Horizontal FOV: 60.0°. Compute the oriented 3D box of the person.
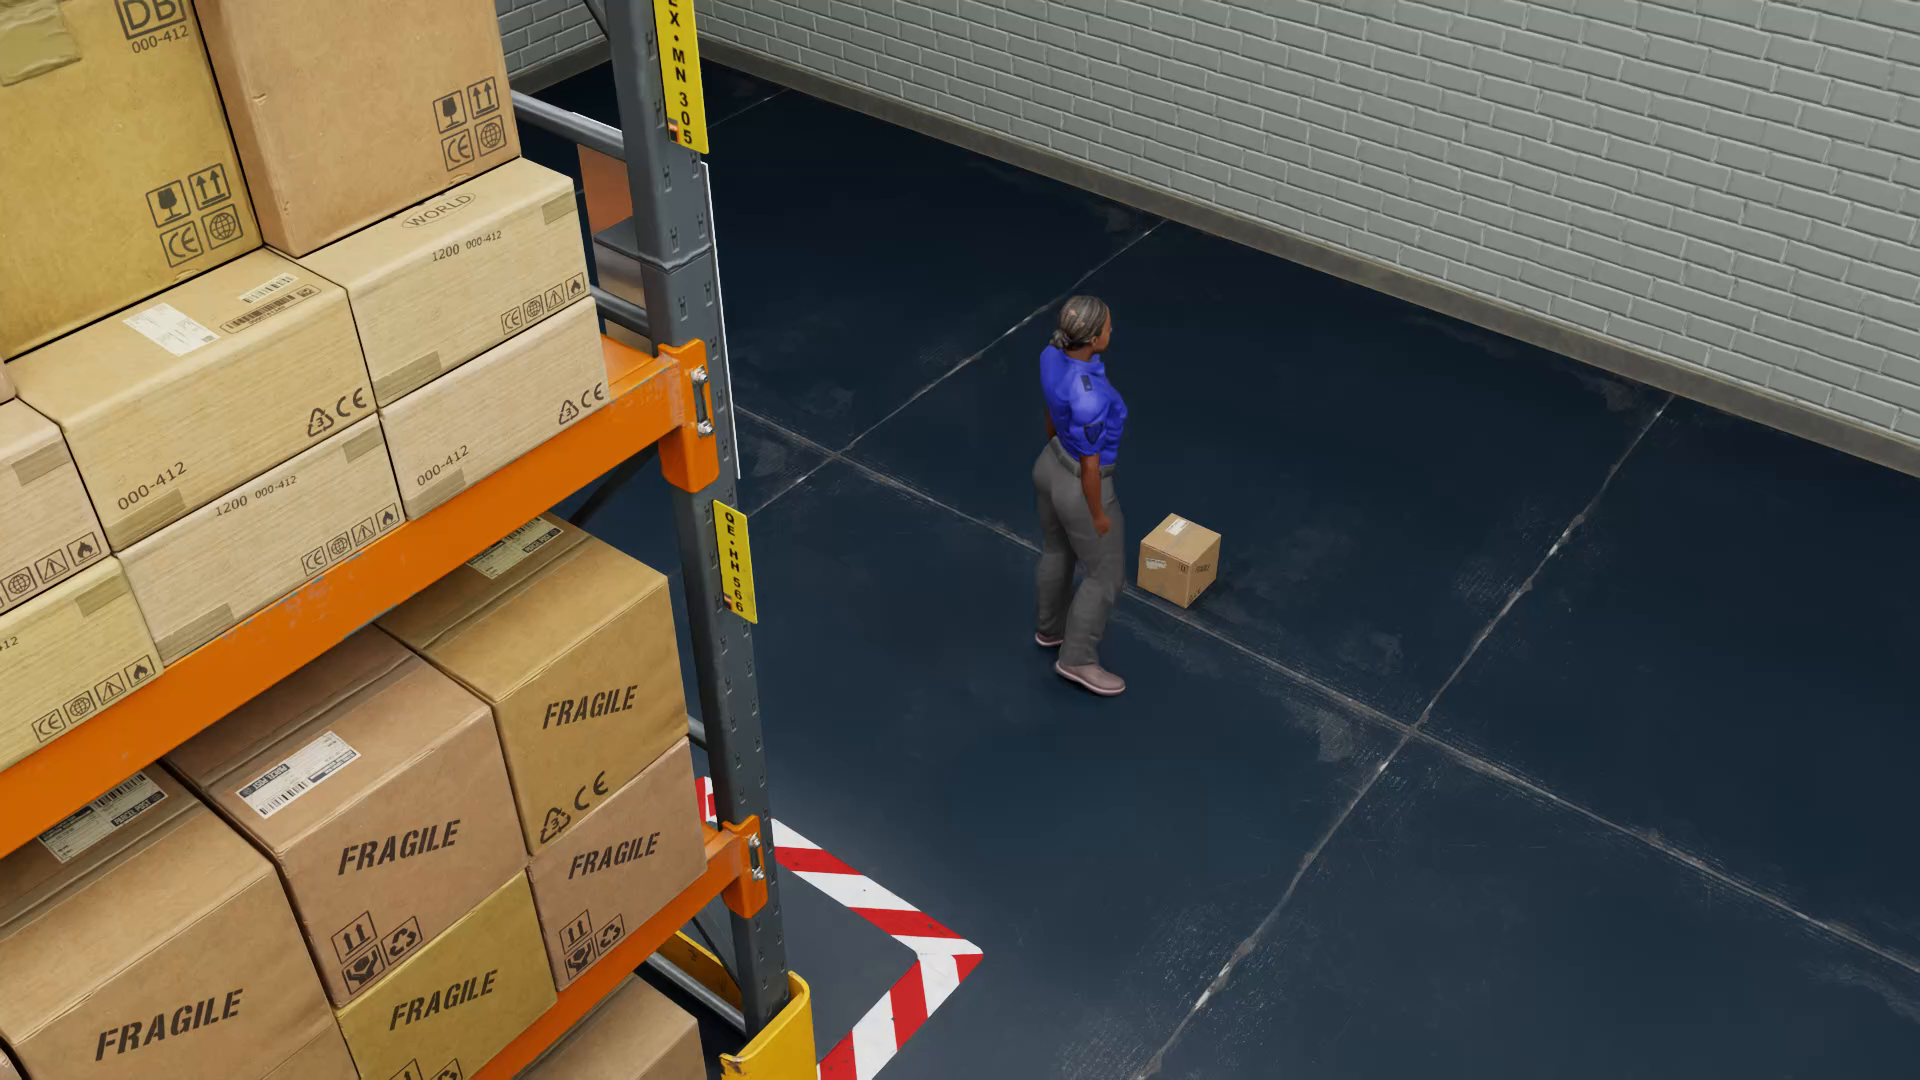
[{"bbox_3d":[0.479,-0.176,6.373,0.319,1.677,0.592,-15,41,-18],"label":"person"}]
